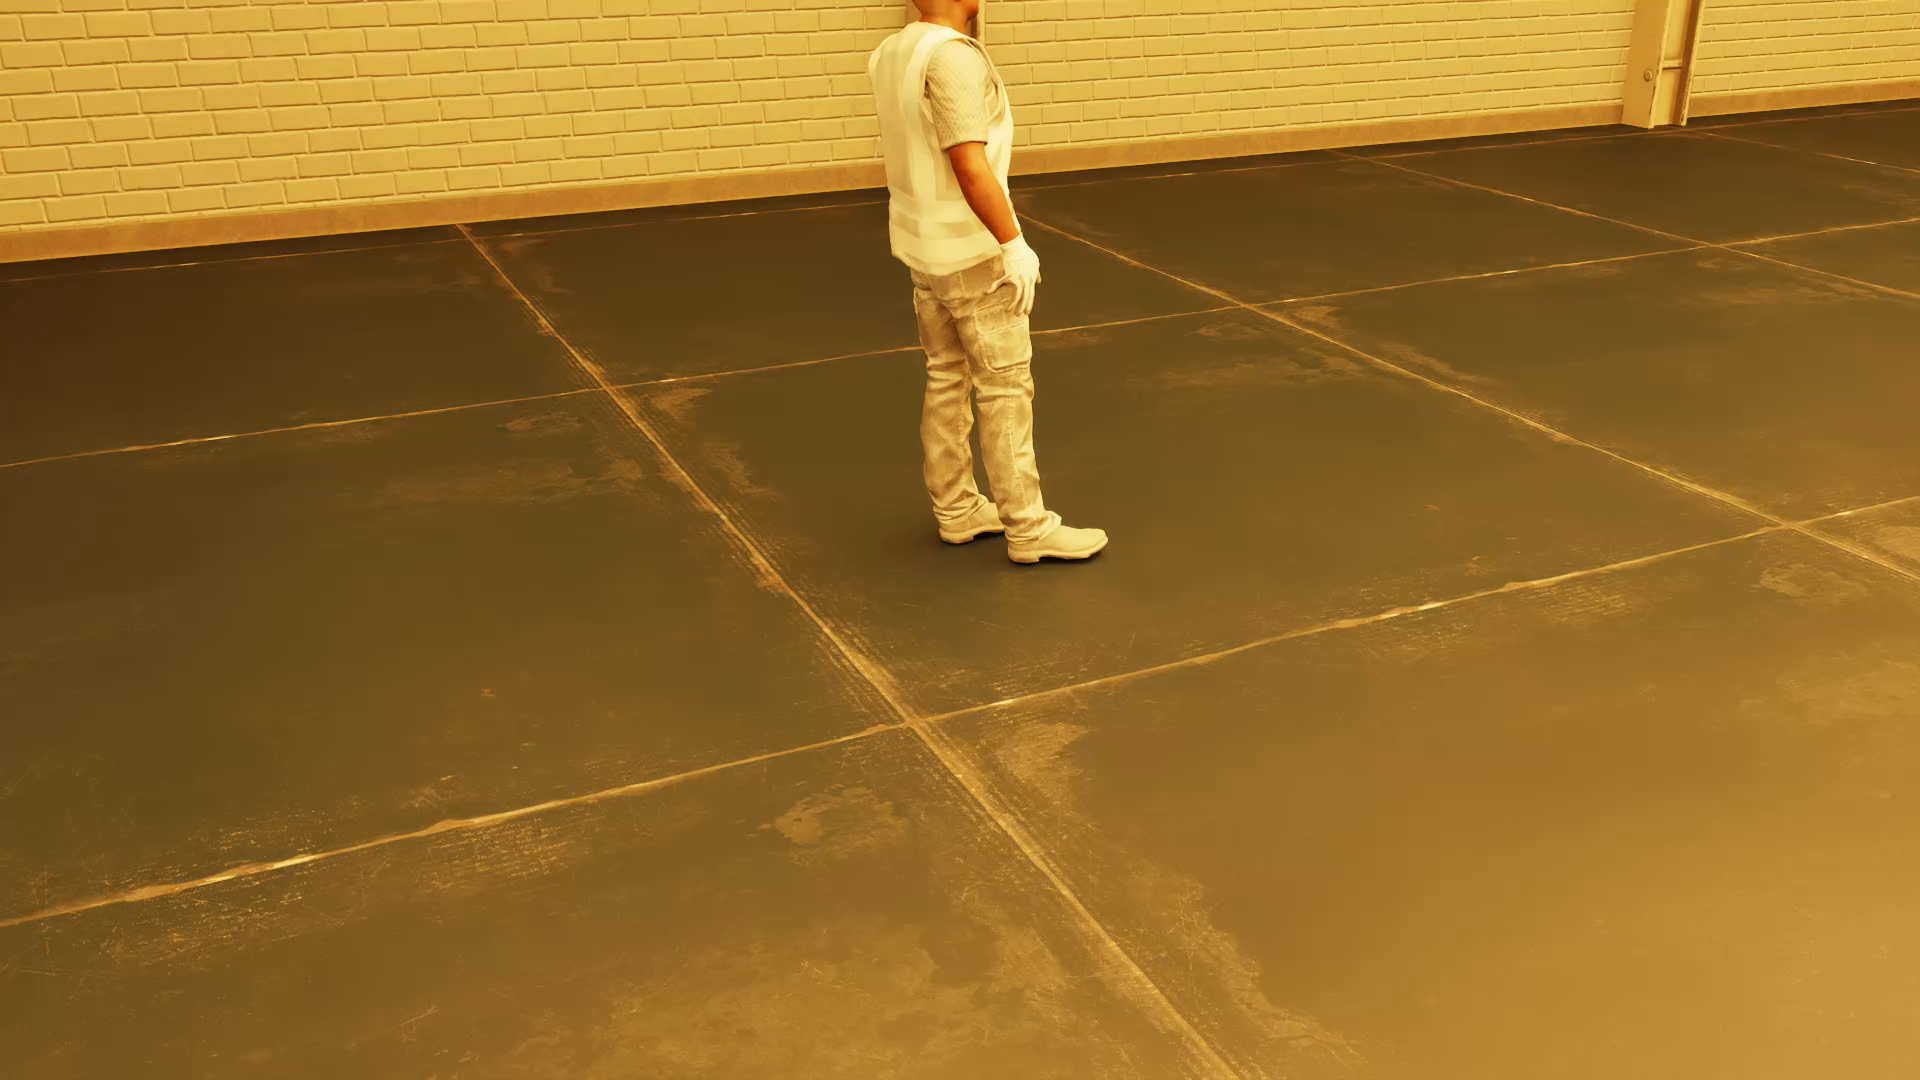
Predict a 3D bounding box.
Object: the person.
[{"bbox_3d":[0.069,-0.839,4.783,0.575,1.785,0.657,-10,25,-23],"label":"person"}]
